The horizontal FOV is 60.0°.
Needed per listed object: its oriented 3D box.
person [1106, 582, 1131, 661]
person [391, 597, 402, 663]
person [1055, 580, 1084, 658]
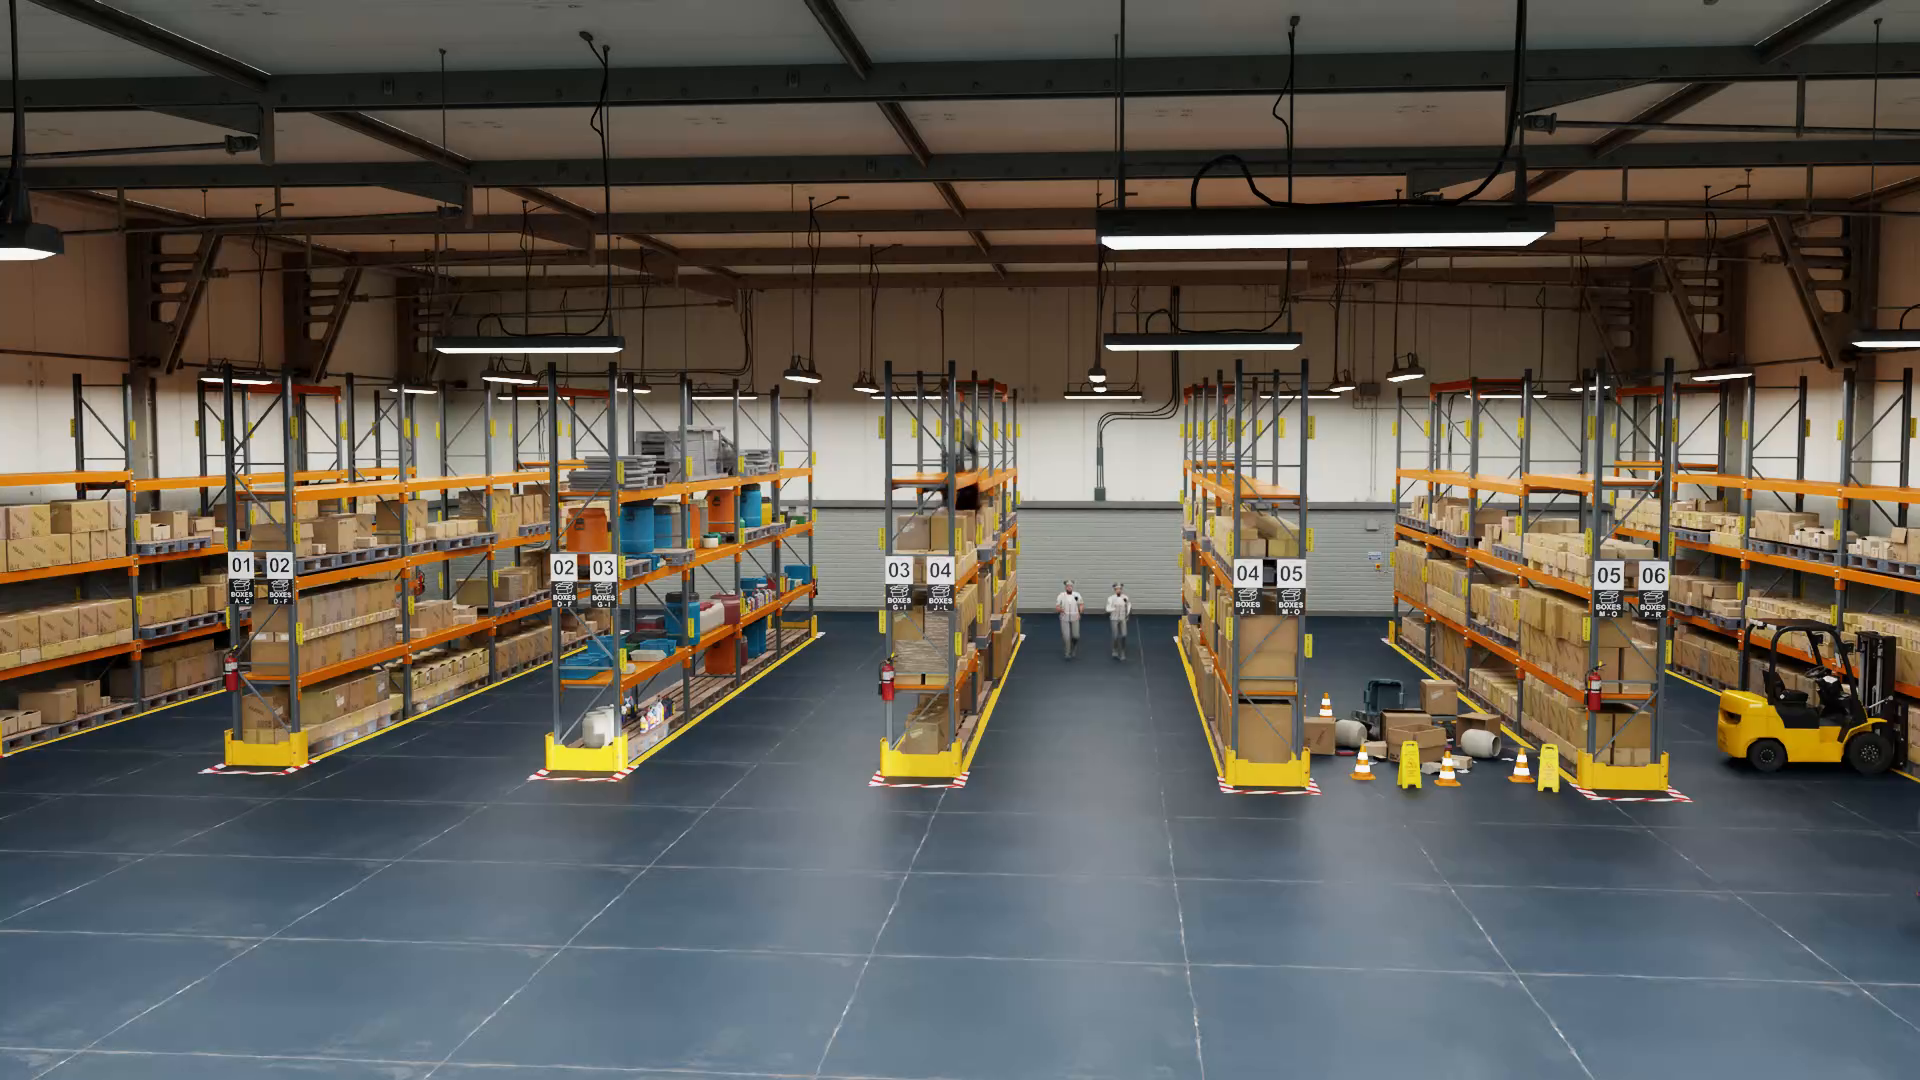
[{"bbox_3d":[3.468,1.780,36.295,0.561,1.726,0.750,0,4,0],"label":"person"},{"bbox_3d":[-11.282,1.980,33.351,0.623,1.688,0.785,0,4,0],"label":"person"},{"bbox_3d":[2.406,1.736,36.336,0.650,1.745,0.602,0,4,-1],"label":"person"}]
